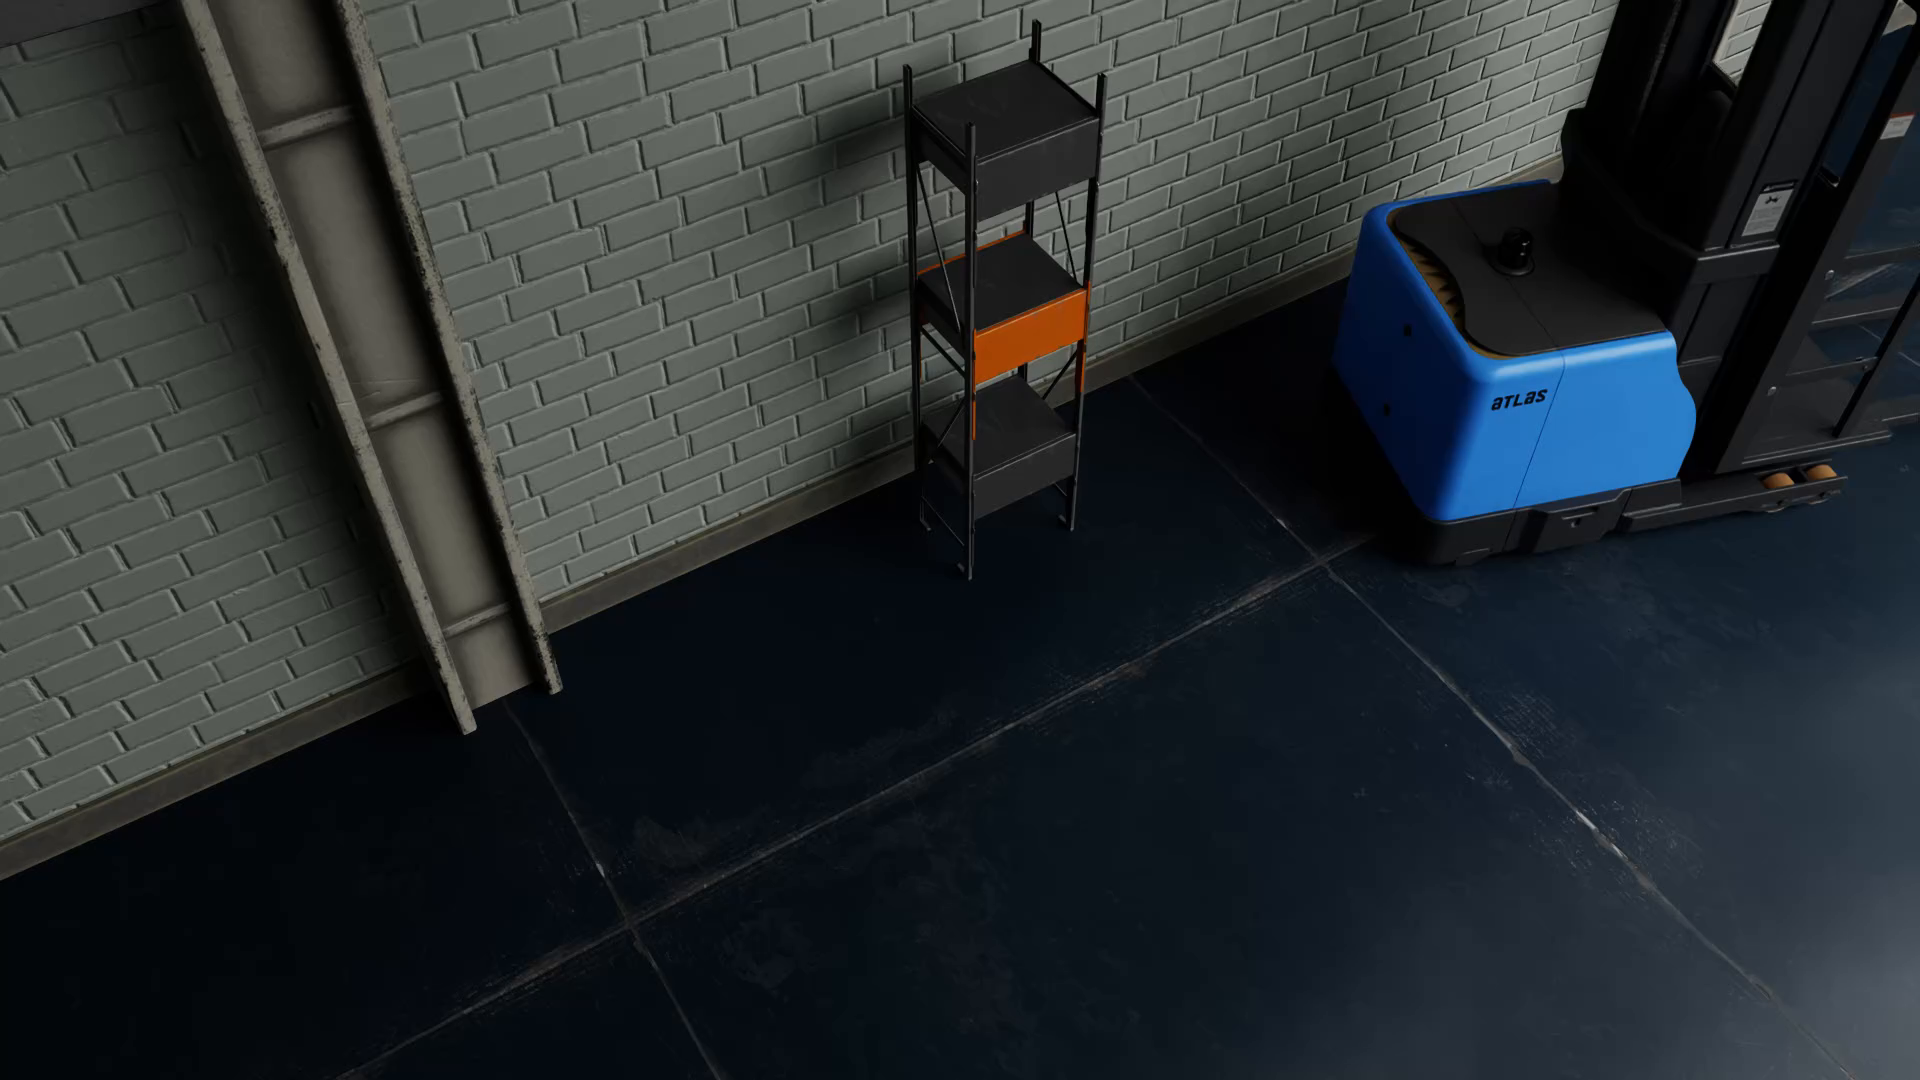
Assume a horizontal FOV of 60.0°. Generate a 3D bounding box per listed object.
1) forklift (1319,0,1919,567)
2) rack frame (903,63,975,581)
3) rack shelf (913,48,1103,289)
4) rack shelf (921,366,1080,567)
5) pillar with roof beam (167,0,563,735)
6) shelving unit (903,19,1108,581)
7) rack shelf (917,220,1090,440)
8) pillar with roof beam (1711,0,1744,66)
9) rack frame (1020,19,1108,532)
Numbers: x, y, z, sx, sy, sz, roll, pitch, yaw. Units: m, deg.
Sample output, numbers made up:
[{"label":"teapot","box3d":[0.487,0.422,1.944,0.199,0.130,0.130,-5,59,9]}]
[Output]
[{"label":"forklift","box3d":[3.113,-1.462,6.035,3.031,2.935,1.130,-10,49,-9]},{"label":"rack frame","box3d":[-0.066,-0.667,5.883,0.015,2.100,0.400,-25,53,-21]},{"label":"rack shelf","box3d":[0.140,-1.221,5.457,0.480,0.518,0.431,-25,53,-21]},{"label":"rack shelf","box3d":[0.140,-0.290,6.503,0.480,0.518,0.431,-25,53,-21]},{"label":"pillar with roof beam","box3d":[0.570,0.263,0.435,0.400,9.000,9.100,-25,53,-21]},{"label":"shelving unit","box3d":[0.140,-0.764,5.970,0.503,2.100,0.431,-25,53,-21]},{"label":"rack shelf","box3d":[0.140,-0.755,5.980,0.480,0.518,0.431,-25,53,-21]},{"label":"pillar with roof beam","box3d":[5.644,-2.128,2.564,0.400,9.000,9.100,-25,53,-21]},{"label":"rack frame","box3d":[0.346,-0.862,6.057,0.015,2.100,0.400,-25,53,-21]}]
